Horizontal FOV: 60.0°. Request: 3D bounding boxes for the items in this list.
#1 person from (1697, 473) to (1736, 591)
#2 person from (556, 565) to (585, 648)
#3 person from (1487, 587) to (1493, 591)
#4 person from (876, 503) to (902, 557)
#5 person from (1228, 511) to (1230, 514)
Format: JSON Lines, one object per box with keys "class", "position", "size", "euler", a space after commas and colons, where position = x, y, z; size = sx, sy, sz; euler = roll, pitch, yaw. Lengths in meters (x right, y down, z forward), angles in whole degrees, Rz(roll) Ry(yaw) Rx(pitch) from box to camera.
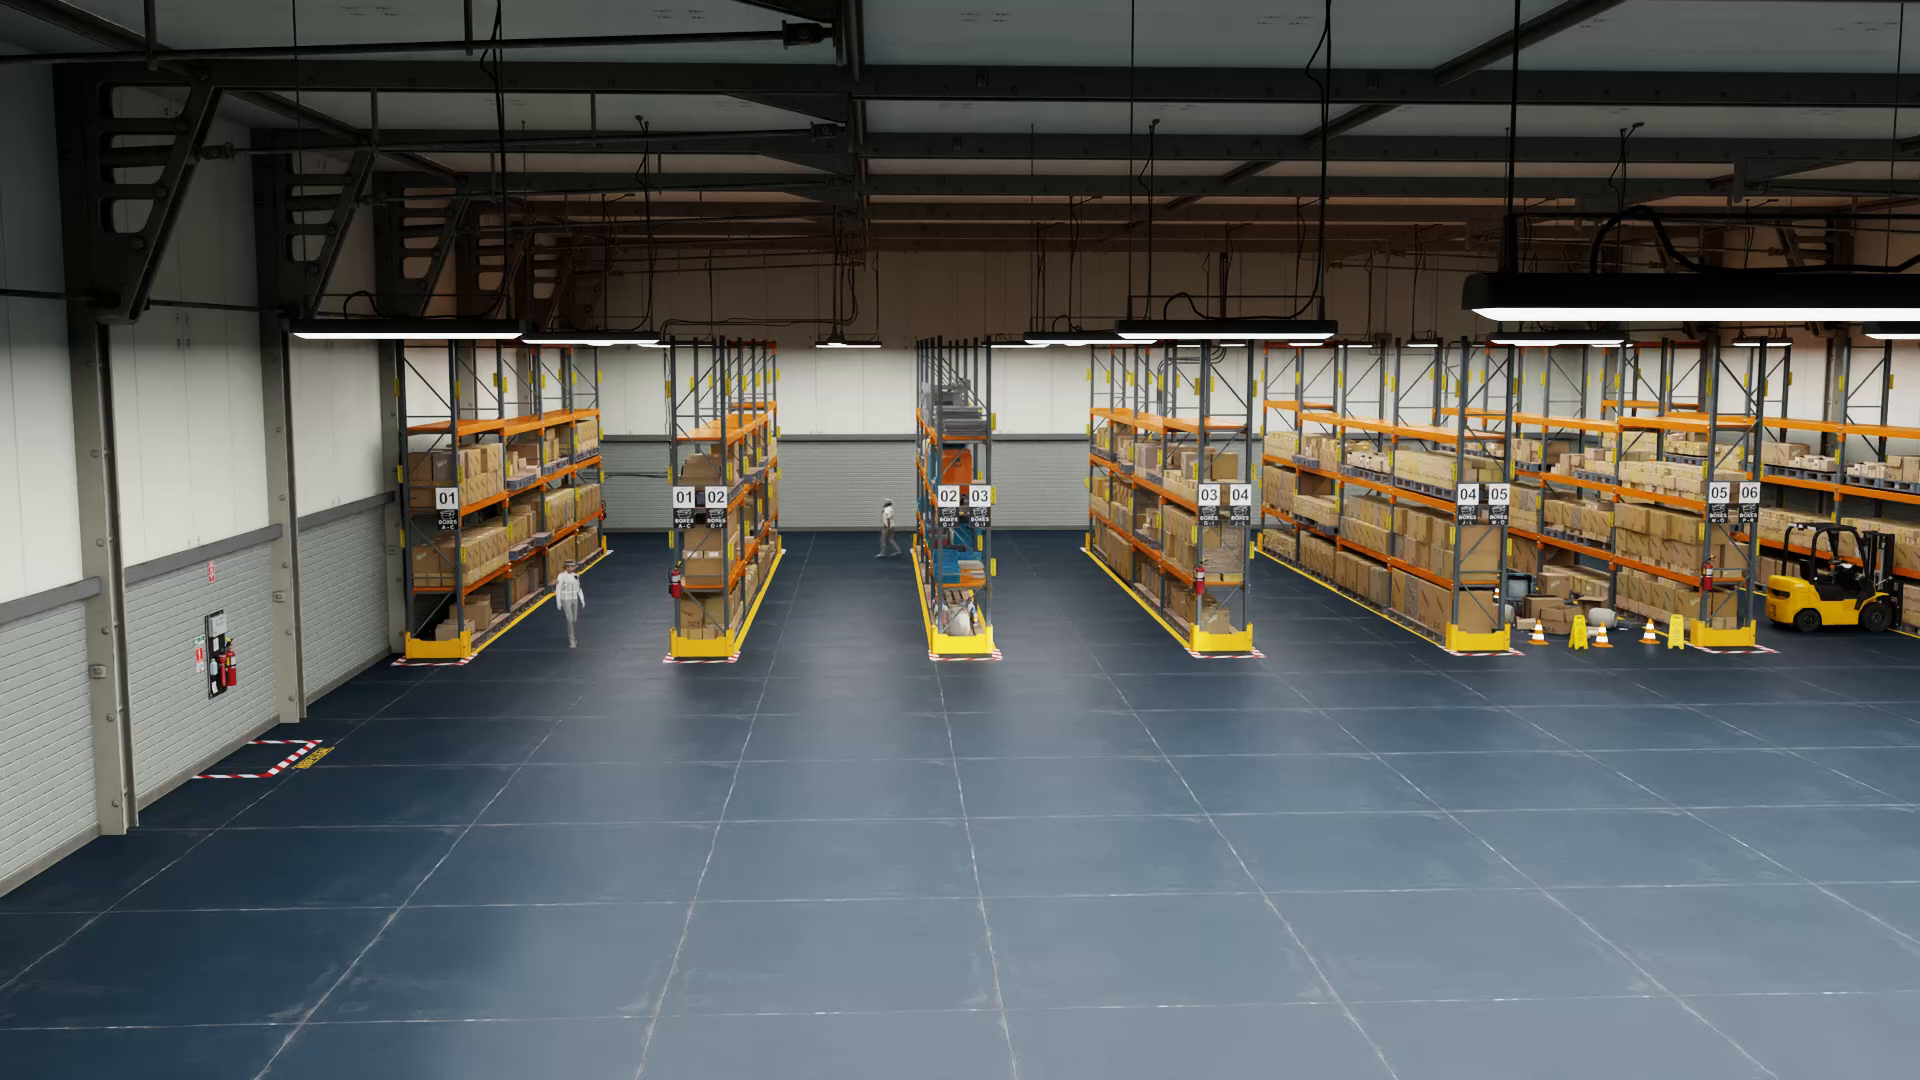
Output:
{"class": "person", "position": [15.743, 0.105, 34.593], "size": [2.771, 3.293, 4.196], "euler": [0, 6, -2]}
{"class": "person", "position": [-7.558, 1.246, 32.427], "size": [0.560, 1.708, 0.510], "euler": [6, 9, 40]}
{"class": "person", "position": [12.219, 0.549, 38.665], "size": [0.494, 1.686, 0.626], "euler": [-1, 7, -11]}
{"class": "person", "position": [-1.992, -0.332, 46.298], "size": [0.747, 1.643, 0.517], "euler": [1, 7, 13]}
{"class": "person", "position": [8.497, -0.893, 51.100], "size": [0.499, 1.608, 0.983], "euler": [3, 7, 22]}
